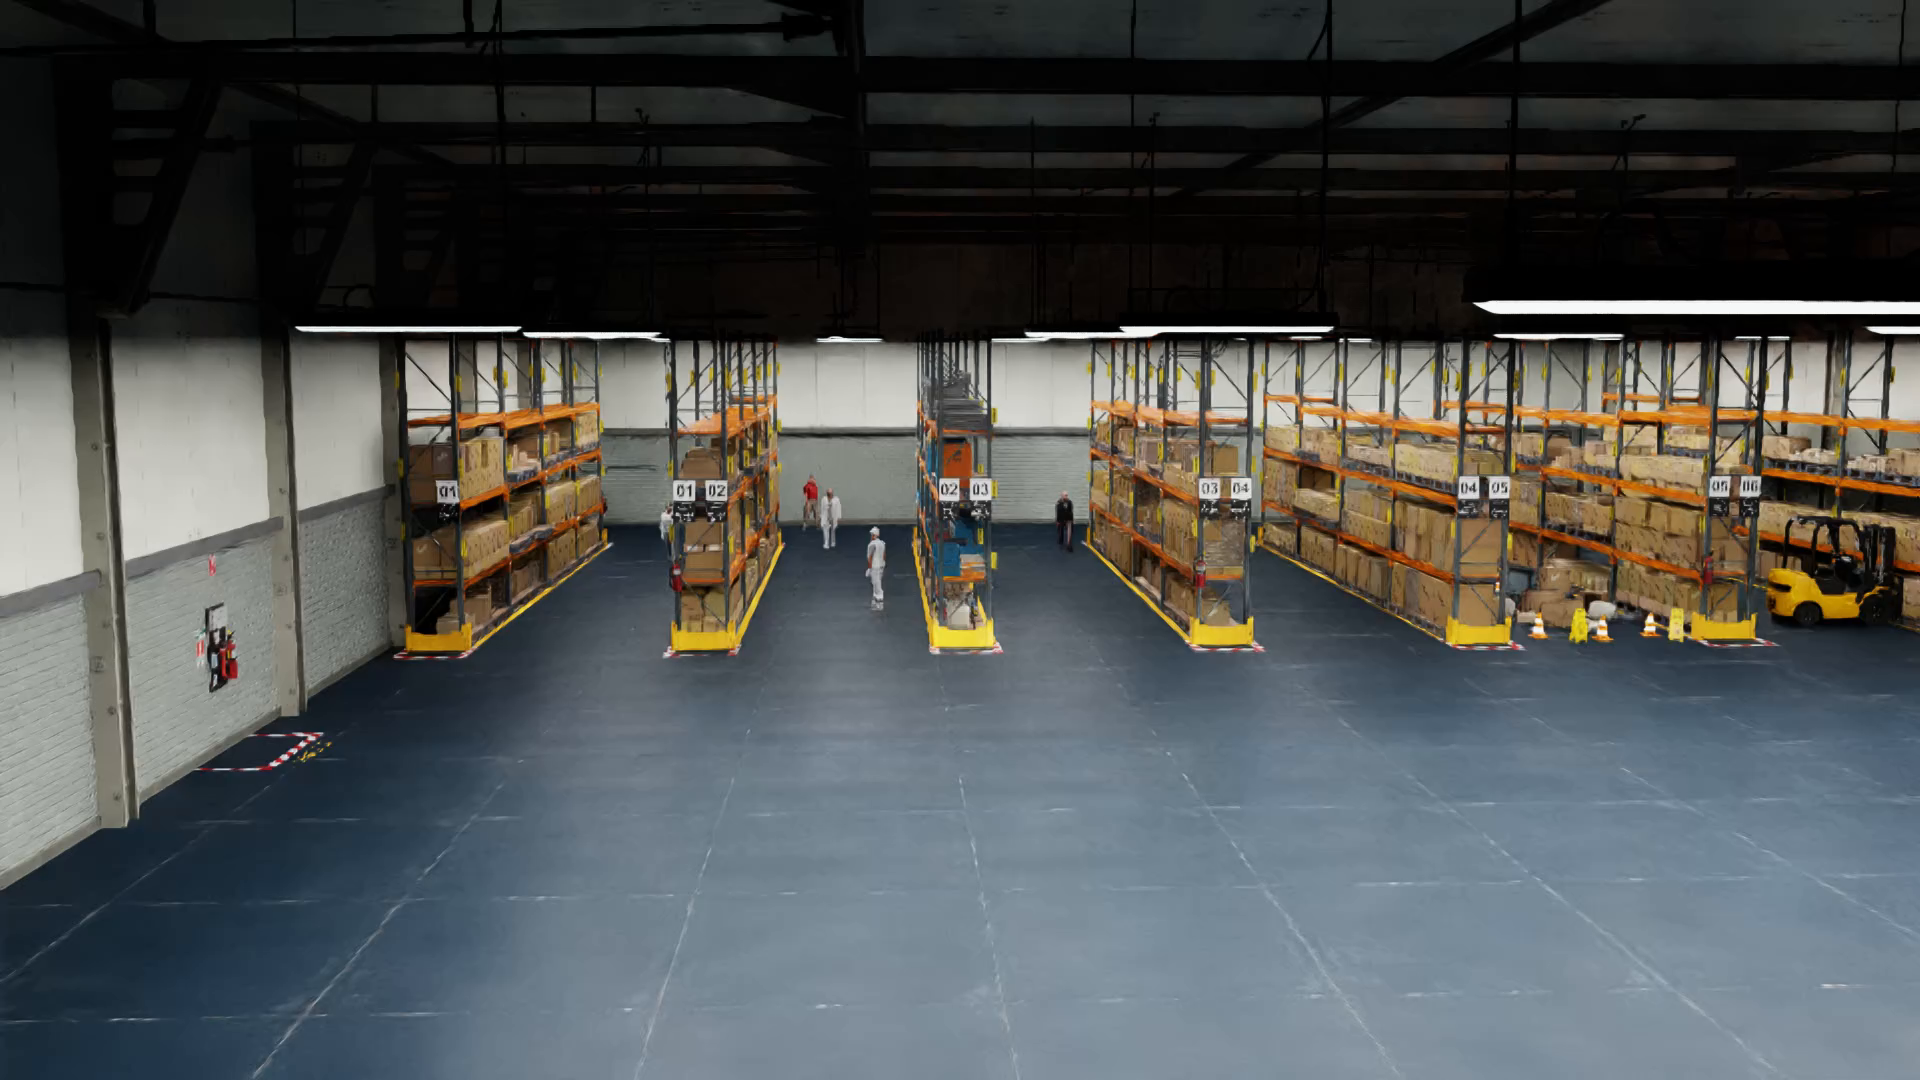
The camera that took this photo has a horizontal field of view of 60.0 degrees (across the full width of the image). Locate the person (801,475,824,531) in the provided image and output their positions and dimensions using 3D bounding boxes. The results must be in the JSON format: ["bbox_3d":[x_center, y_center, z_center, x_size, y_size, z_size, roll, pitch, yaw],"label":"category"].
[{"bbox_3d":[-4.515,-1.144,50.942,0.588,1.719,0.772,5,8,37],"label":"person"}]

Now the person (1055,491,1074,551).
[{"bbox_3d":[2.901,-0.552,46.235,0.542,1.648,1.115,0,7,0],"label":"person"}]

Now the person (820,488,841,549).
[{"bbox_3d":[-3.621,-0.627,46.583,0.588,1.700,1.193,-1,7,-5],"label":"person"}]

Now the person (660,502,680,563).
[{"bbox_3d":[-7.604,-0.211,43.519,0.495,1.589,1.086,0,7,-1],"label":"person"}]

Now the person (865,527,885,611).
[{"bbox_3d":[-1.839,0.607,35.785,0.577,1.785,0.655,3,7,23],"label":"person"}]
